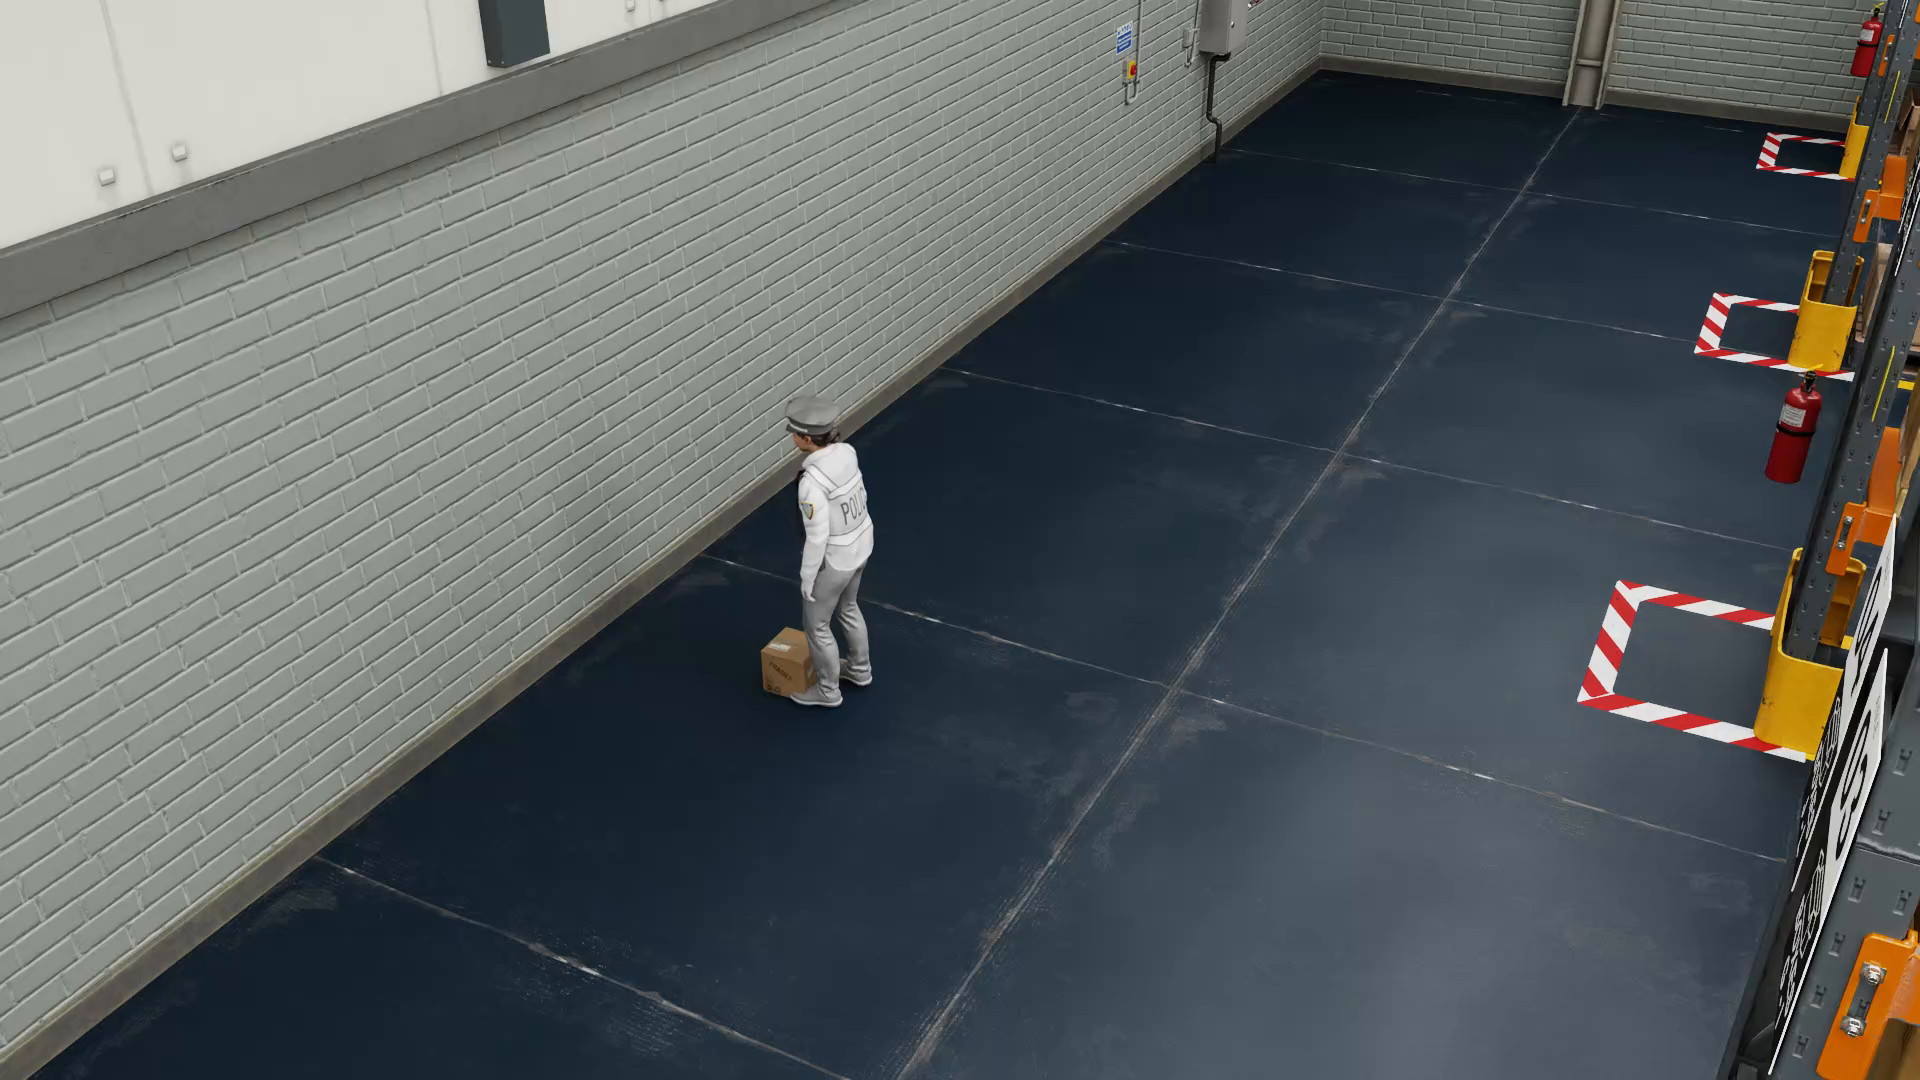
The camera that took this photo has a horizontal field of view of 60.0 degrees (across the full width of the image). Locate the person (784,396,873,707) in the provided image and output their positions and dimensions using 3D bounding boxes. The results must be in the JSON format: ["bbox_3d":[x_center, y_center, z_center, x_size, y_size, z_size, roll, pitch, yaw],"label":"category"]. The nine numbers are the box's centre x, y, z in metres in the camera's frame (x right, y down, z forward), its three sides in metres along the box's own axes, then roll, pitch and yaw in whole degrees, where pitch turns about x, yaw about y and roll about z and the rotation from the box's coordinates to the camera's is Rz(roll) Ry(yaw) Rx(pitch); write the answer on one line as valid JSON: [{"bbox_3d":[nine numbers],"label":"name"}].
[{"bbox_3d":[-0.649,0.082,8.142,0.414,1.662,0.533,13,33,21],"label":"person"}]
